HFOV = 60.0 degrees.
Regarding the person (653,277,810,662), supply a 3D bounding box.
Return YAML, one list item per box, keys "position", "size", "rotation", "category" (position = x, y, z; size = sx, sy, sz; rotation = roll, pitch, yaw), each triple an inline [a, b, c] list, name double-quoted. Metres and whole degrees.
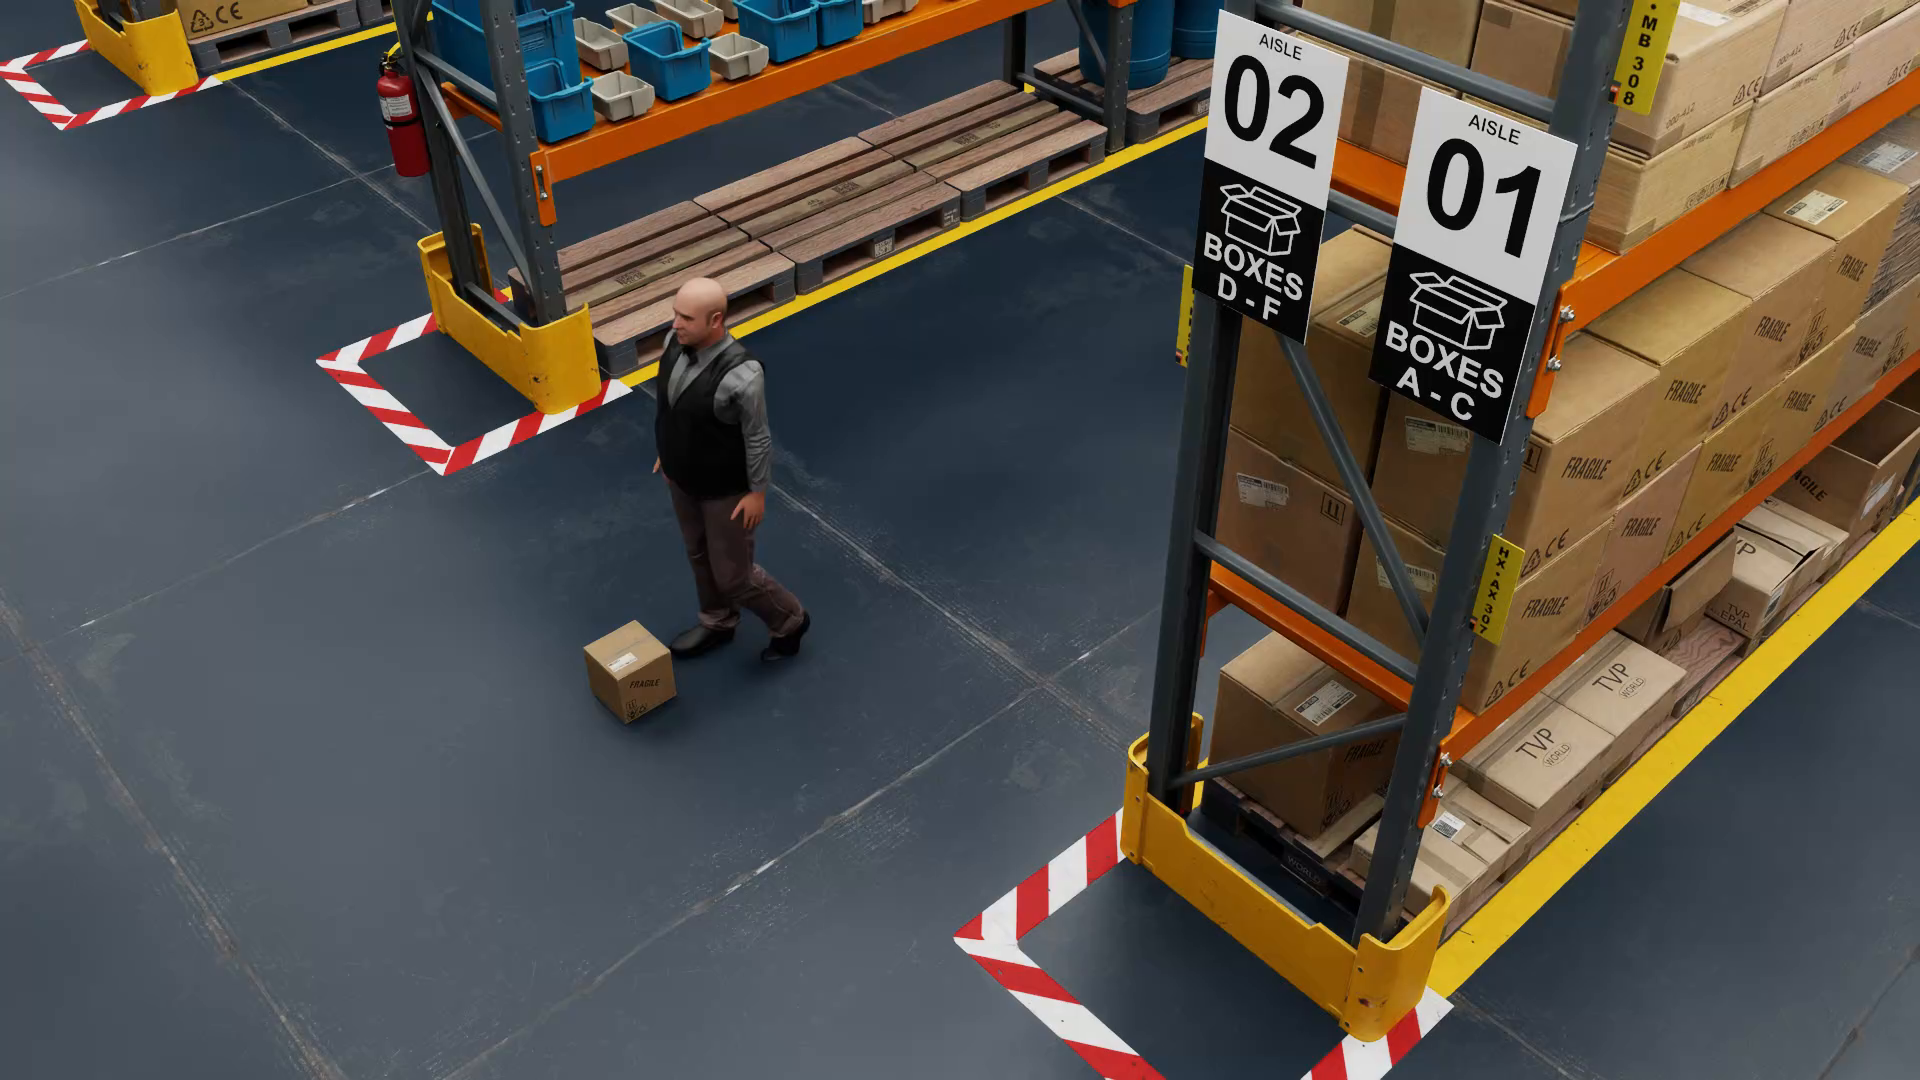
- position: [-0.971, -0.232, 6.486]
  size: [0.513, 1.765, 0.570]
  rotation: [-30, 48, -31]
  category: "person"
